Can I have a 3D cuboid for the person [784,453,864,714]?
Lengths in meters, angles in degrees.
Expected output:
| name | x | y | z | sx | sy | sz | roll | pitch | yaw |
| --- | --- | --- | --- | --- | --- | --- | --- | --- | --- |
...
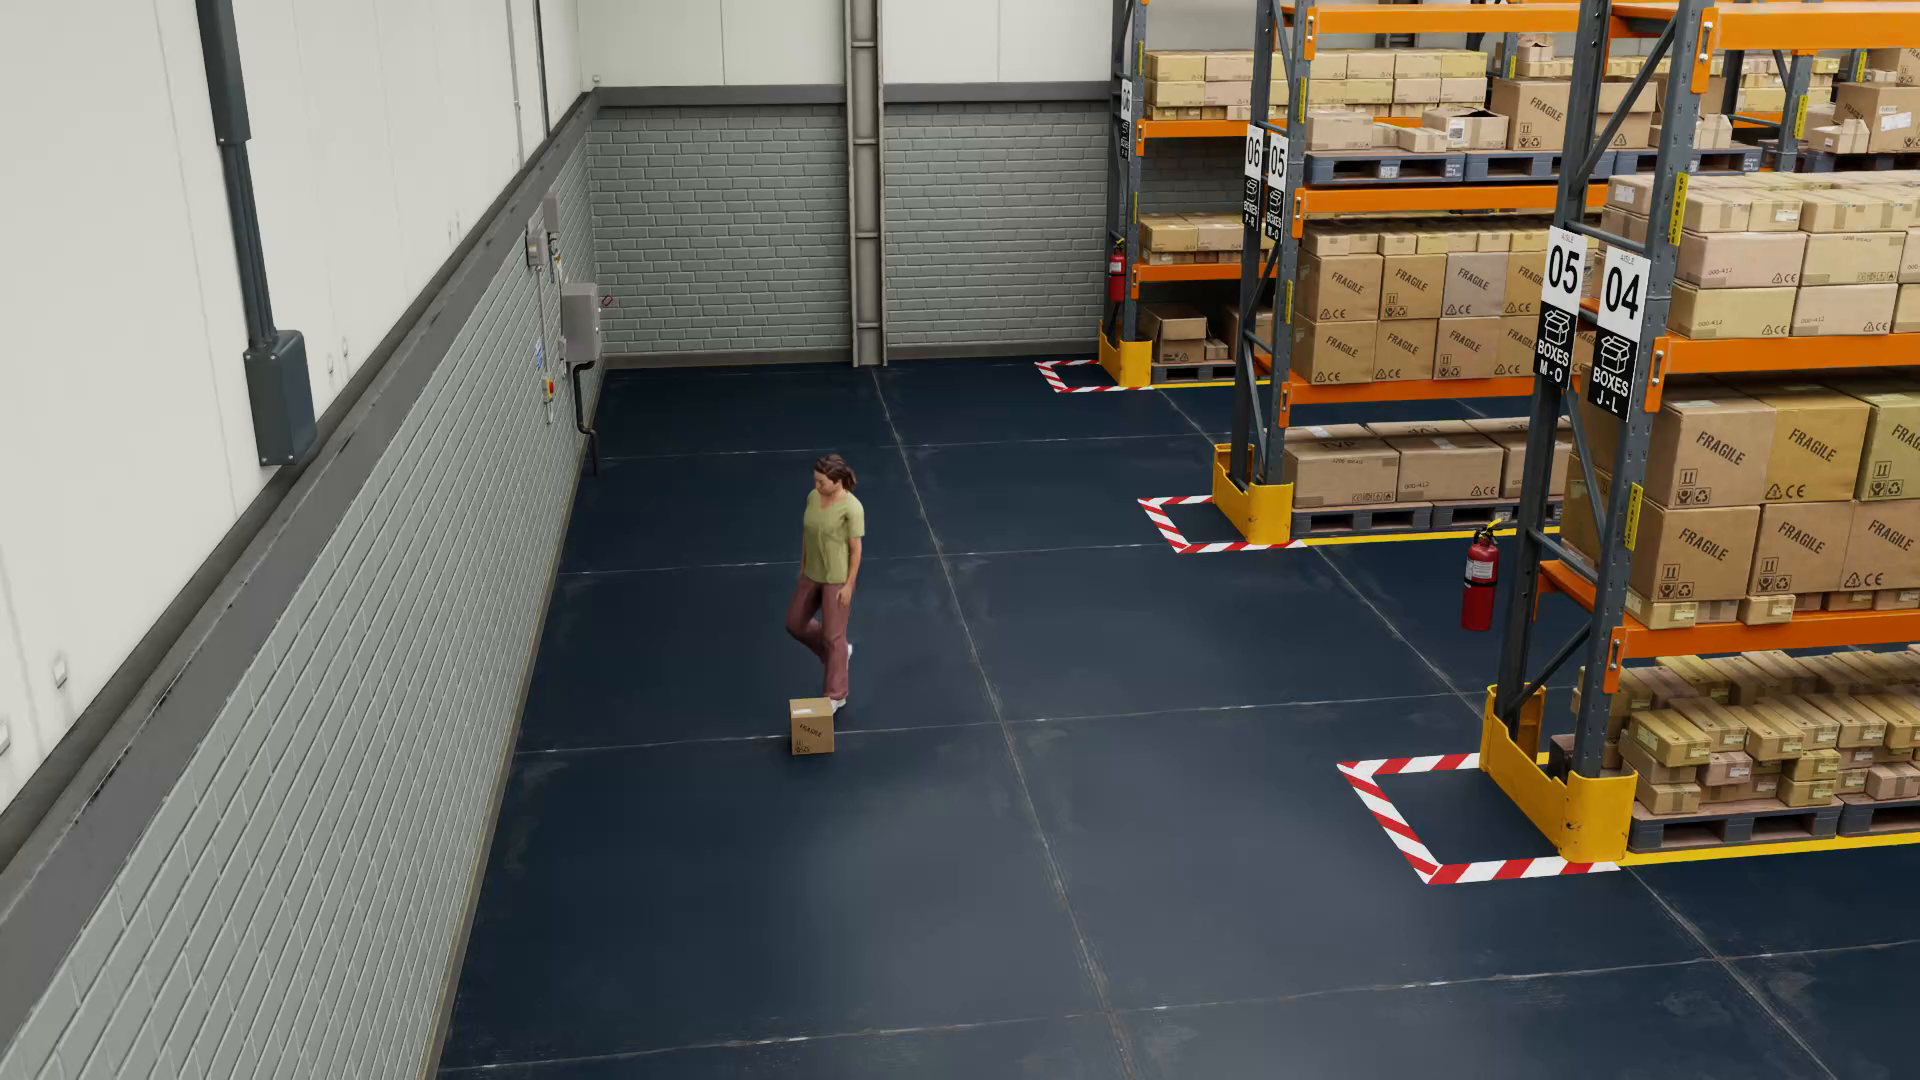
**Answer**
| name | x | y | z | sx | sy | sz | roll | pitch | yaw |
| --- | --- | --- | --- | --- | --- | --- | --- | --- | --- |
| person | -0.815 | 0.237 | 10.375 | 0.504 | 1.665 | 0.562 | 15 | 25 | 35 |
